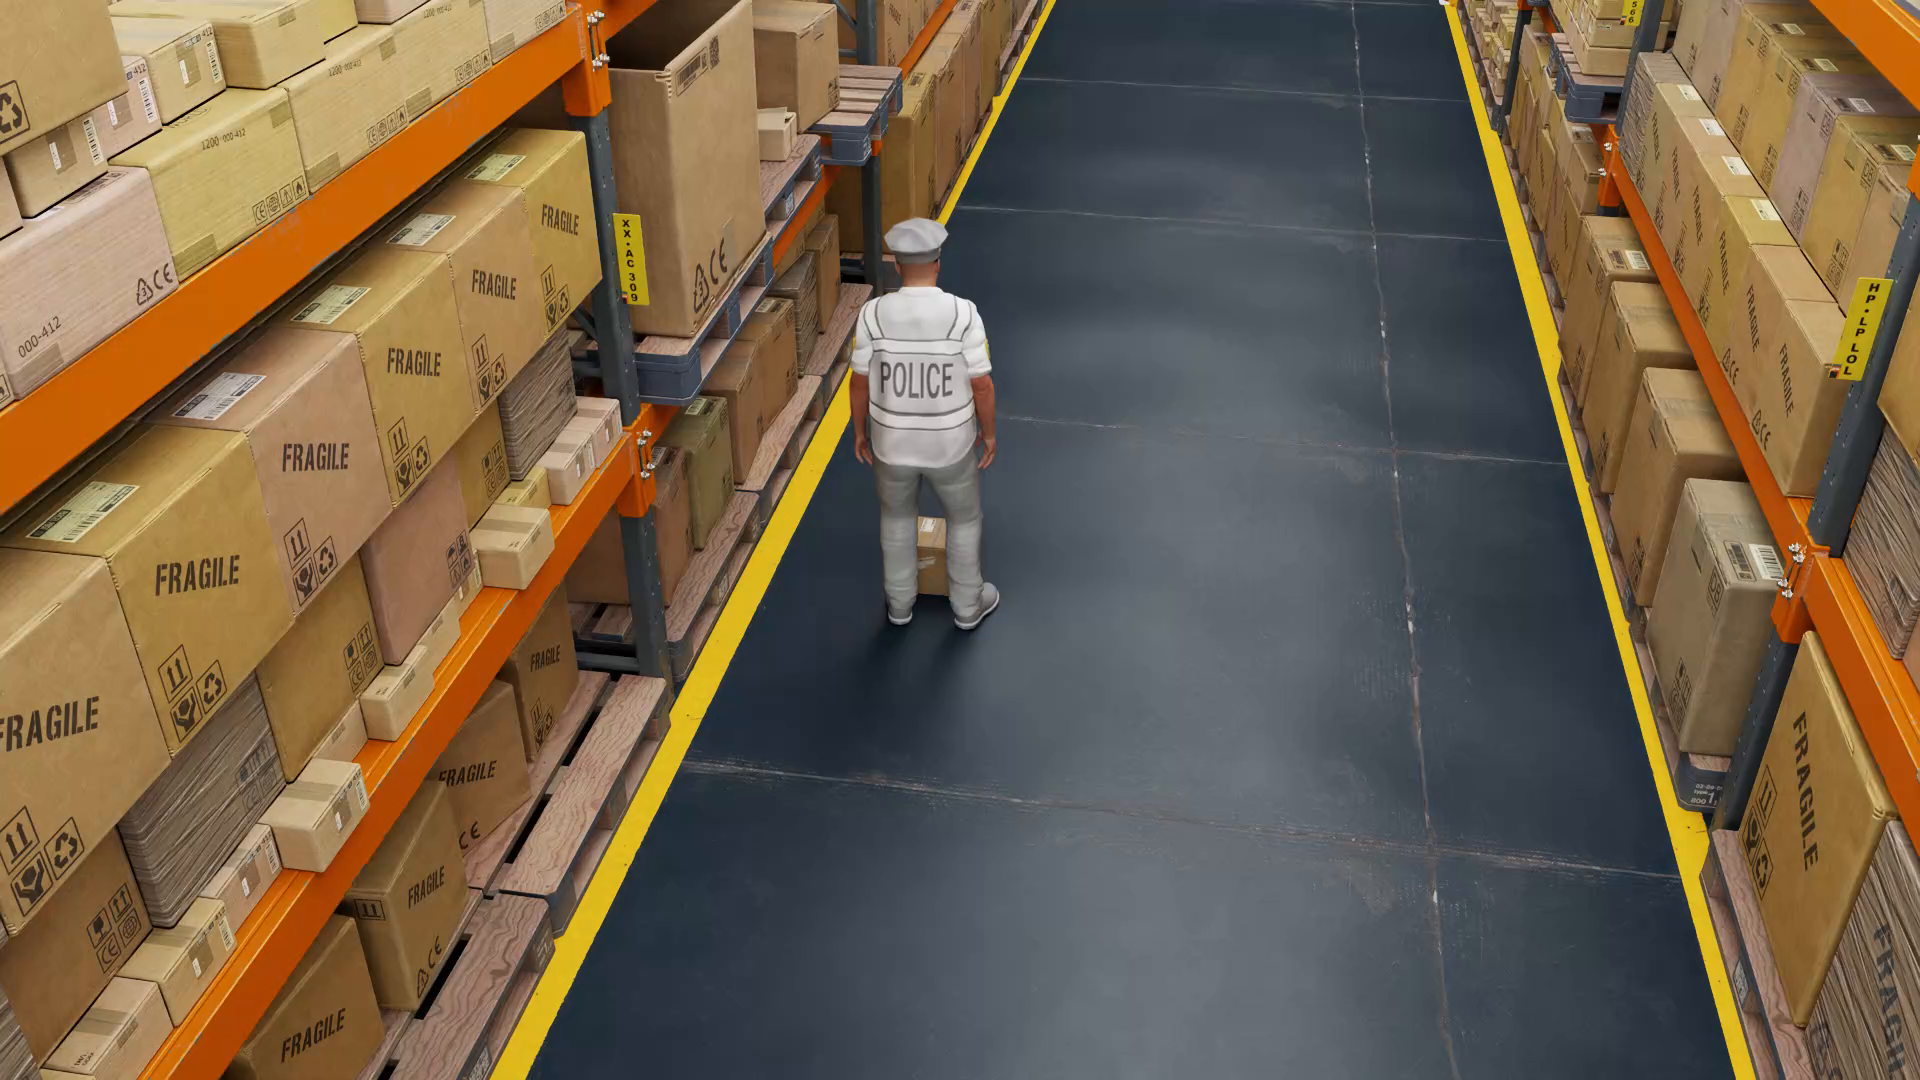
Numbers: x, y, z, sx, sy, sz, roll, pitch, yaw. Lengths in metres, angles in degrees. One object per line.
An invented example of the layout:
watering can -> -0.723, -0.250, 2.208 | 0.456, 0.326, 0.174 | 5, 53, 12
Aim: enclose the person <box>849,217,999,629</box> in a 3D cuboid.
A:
person -> -0.144, -0.417, 6.791 | 0.606, 1.749, 0.433 | 3, 32, 5
